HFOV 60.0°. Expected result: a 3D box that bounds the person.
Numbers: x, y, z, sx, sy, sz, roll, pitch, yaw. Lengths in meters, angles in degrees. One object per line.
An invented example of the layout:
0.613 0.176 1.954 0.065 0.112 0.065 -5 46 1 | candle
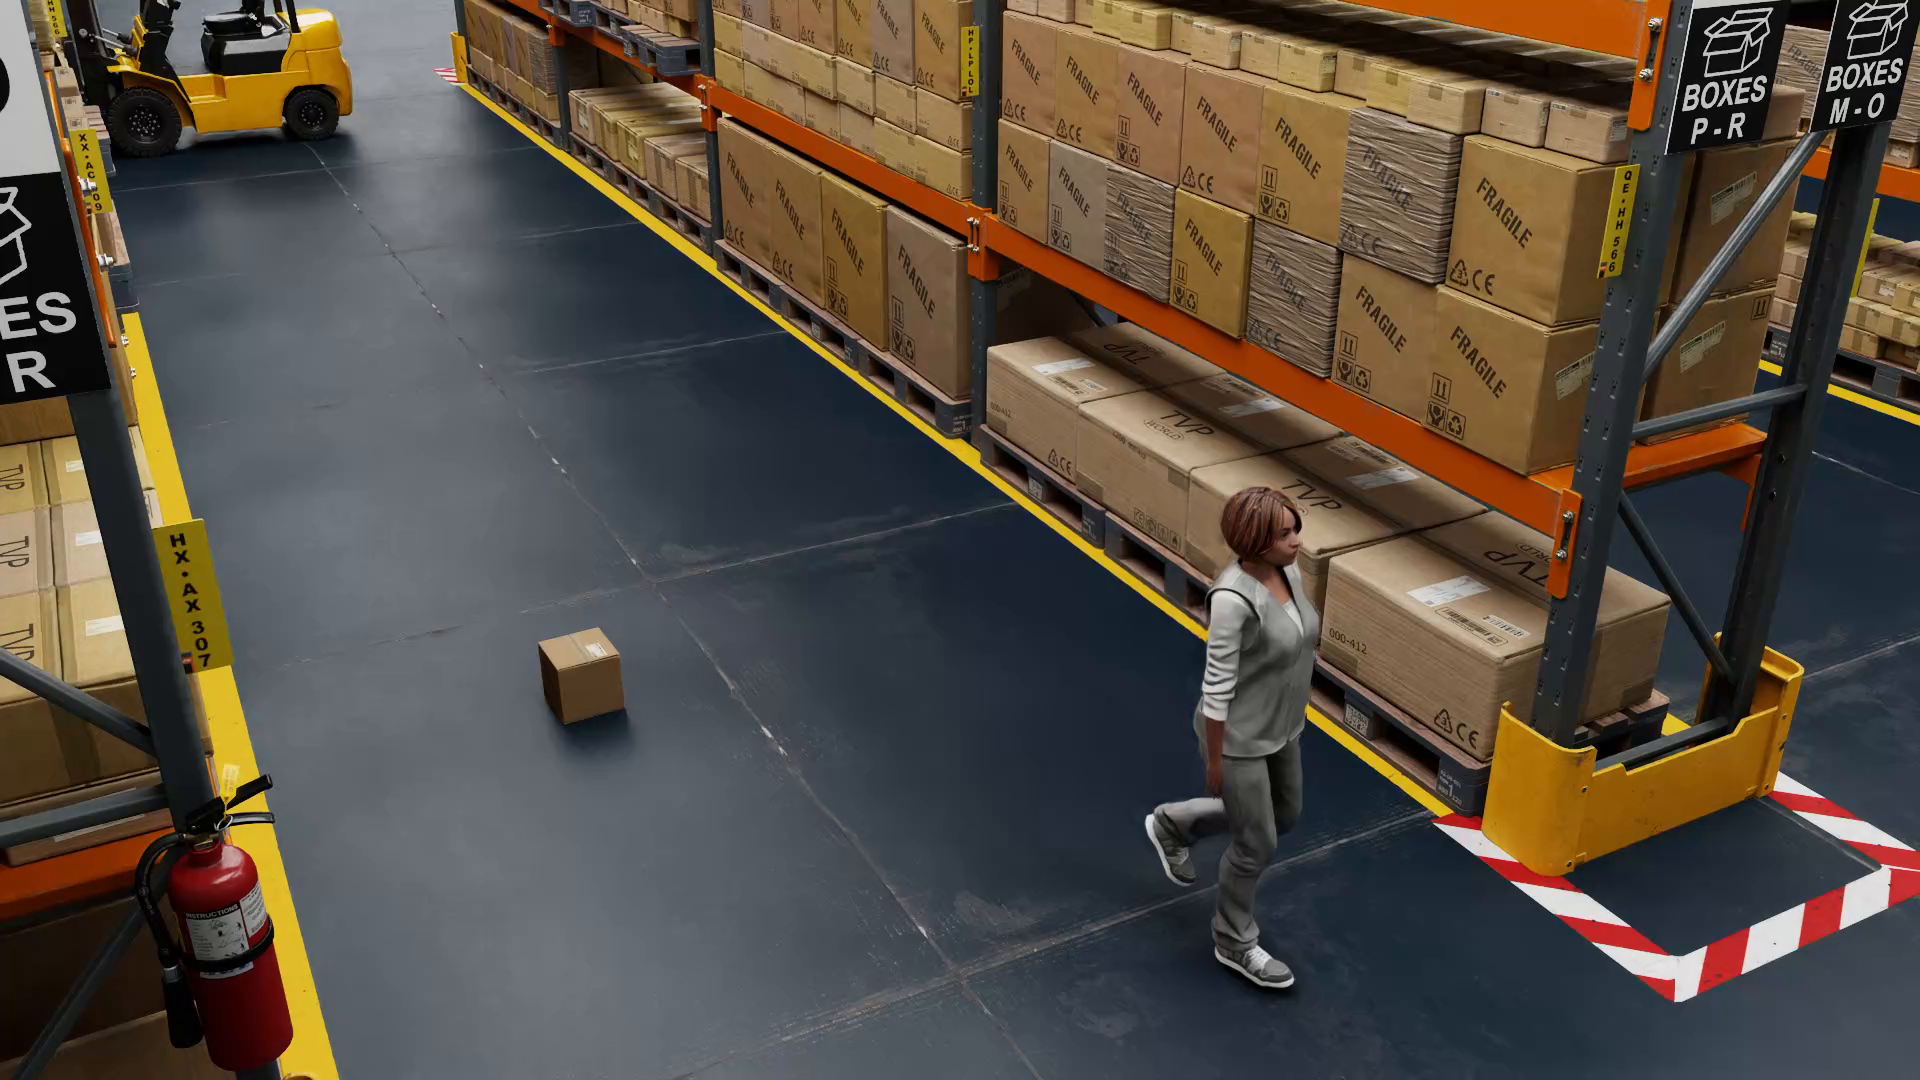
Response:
0.808 0.552 4.940 0.619 1.588 0.423 18 31 33 | person
